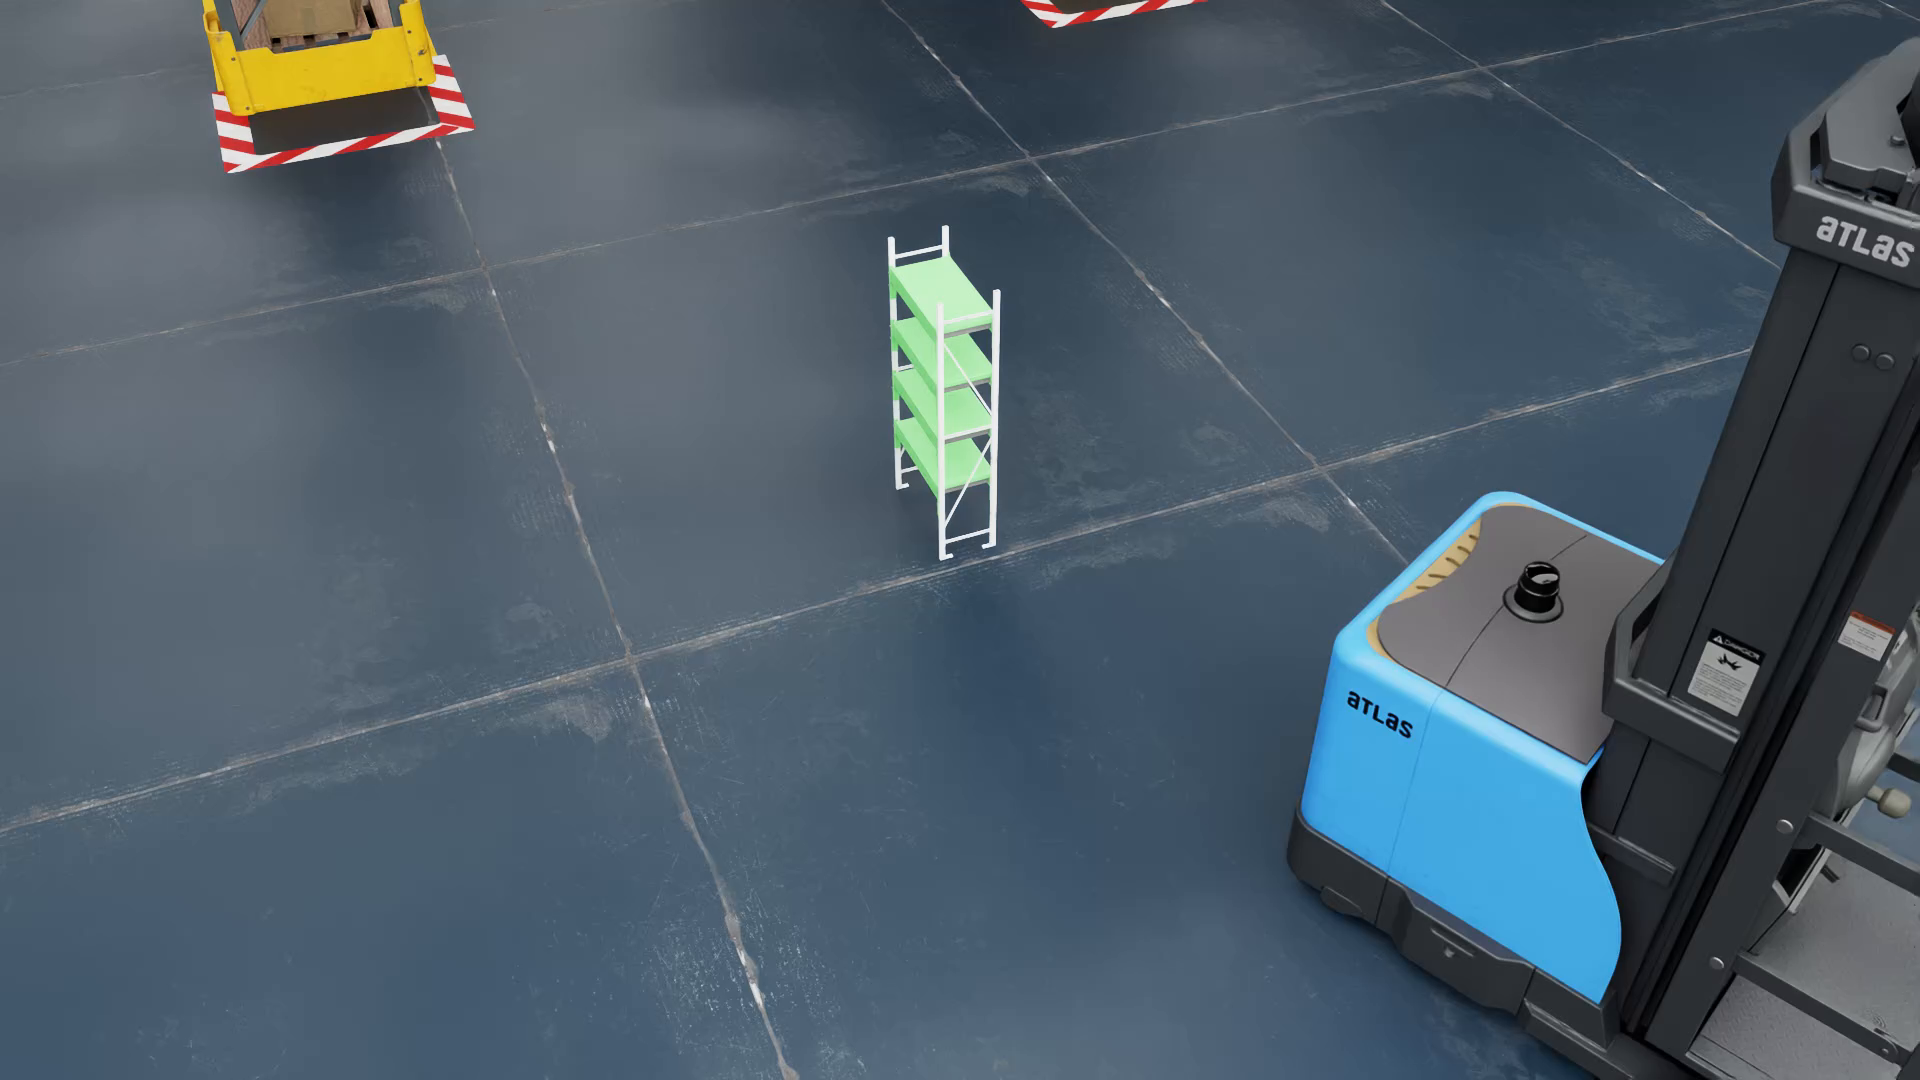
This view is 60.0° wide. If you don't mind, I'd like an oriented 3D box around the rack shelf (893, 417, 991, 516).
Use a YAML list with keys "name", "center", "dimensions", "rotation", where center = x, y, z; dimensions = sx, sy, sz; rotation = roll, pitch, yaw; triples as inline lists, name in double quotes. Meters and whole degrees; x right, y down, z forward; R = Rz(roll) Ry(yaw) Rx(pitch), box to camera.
- name: "rack shelf"
  center: [-0.063, -0.324, 6.673]
  dimensions: [0.258, 0.148, 0.480]
  rotation: [-15, 43, -17]

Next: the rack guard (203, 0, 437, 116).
- name: "rack guard"
  center: [-3.719, -2.871, 9.706]
  dimensions: [1.175, 0.500, 0.348]
  rotation: [-15, 43, -17]

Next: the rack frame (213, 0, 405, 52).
- name: "rack frame"
  center: [-3.690, -3.773, 8.837]
  dimensions: [1.000, 3.000, 0.127]
  rotation: [-15, 43, -17]

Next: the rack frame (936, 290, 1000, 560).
- name: "rack frame"
  center: [0.030, -0.408, 6.304]
  dimensions: [0.240, 1.200, 0.015]
  rotation: [-15, 43, -17]

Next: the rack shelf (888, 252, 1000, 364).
- name: "rack shelf"
  center: [-0.063, -0.870, 6.203]
  dimensions: [0.258, 0.148, 0.480]
  rotation: [-15, 43, -17]

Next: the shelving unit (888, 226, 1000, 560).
- name: "shelving unit"
  center: [-0.063, -0.555, 6.475]
  dimensions: [0.258, 1.200, 0.503]
  rotation: [-15, 43, -17]

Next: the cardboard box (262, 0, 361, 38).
- name: "cardboard box"
  center: [-3.913, -3.365, 9.958]
  dimensions: [0.500, 0.500, 0.500]
  rotation: [-8, 41, -9]

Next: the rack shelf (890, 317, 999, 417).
- name: "rack shelf"
  center: [-0.063, -0.688, 6.360]
  dimensions: [0.258, 0.148, 0.480]
  rotation: [-15, 43, -17]

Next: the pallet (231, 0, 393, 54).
- name: "pallet"
  center: [-3.997, -3.260, 10.379]
  dimensions: [1.003, 0.211, 1.213]
  rotation: [-15, 43, -17]

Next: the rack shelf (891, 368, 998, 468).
- name: "rack shelf"
  center: [-0.063, -0.506, 6.516]
  dimensions: [0.258, 0.148, 0.480]
  rotation: [-15, 43, -17]

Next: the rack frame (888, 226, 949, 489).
- name: "rack frame"
  center: [-0.157, -0.702, 6.646]
  dimensions: [0.240, 1.200, 0.015]
  rotation: [-15, 43, -17]

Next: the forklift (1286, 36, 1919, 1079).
- name: "forklift"
  center: [2.498, 0.398, 4.039]
  dimensions: [3.031, 2.935, 1.130]
  rotation: [30, 49, 30]
